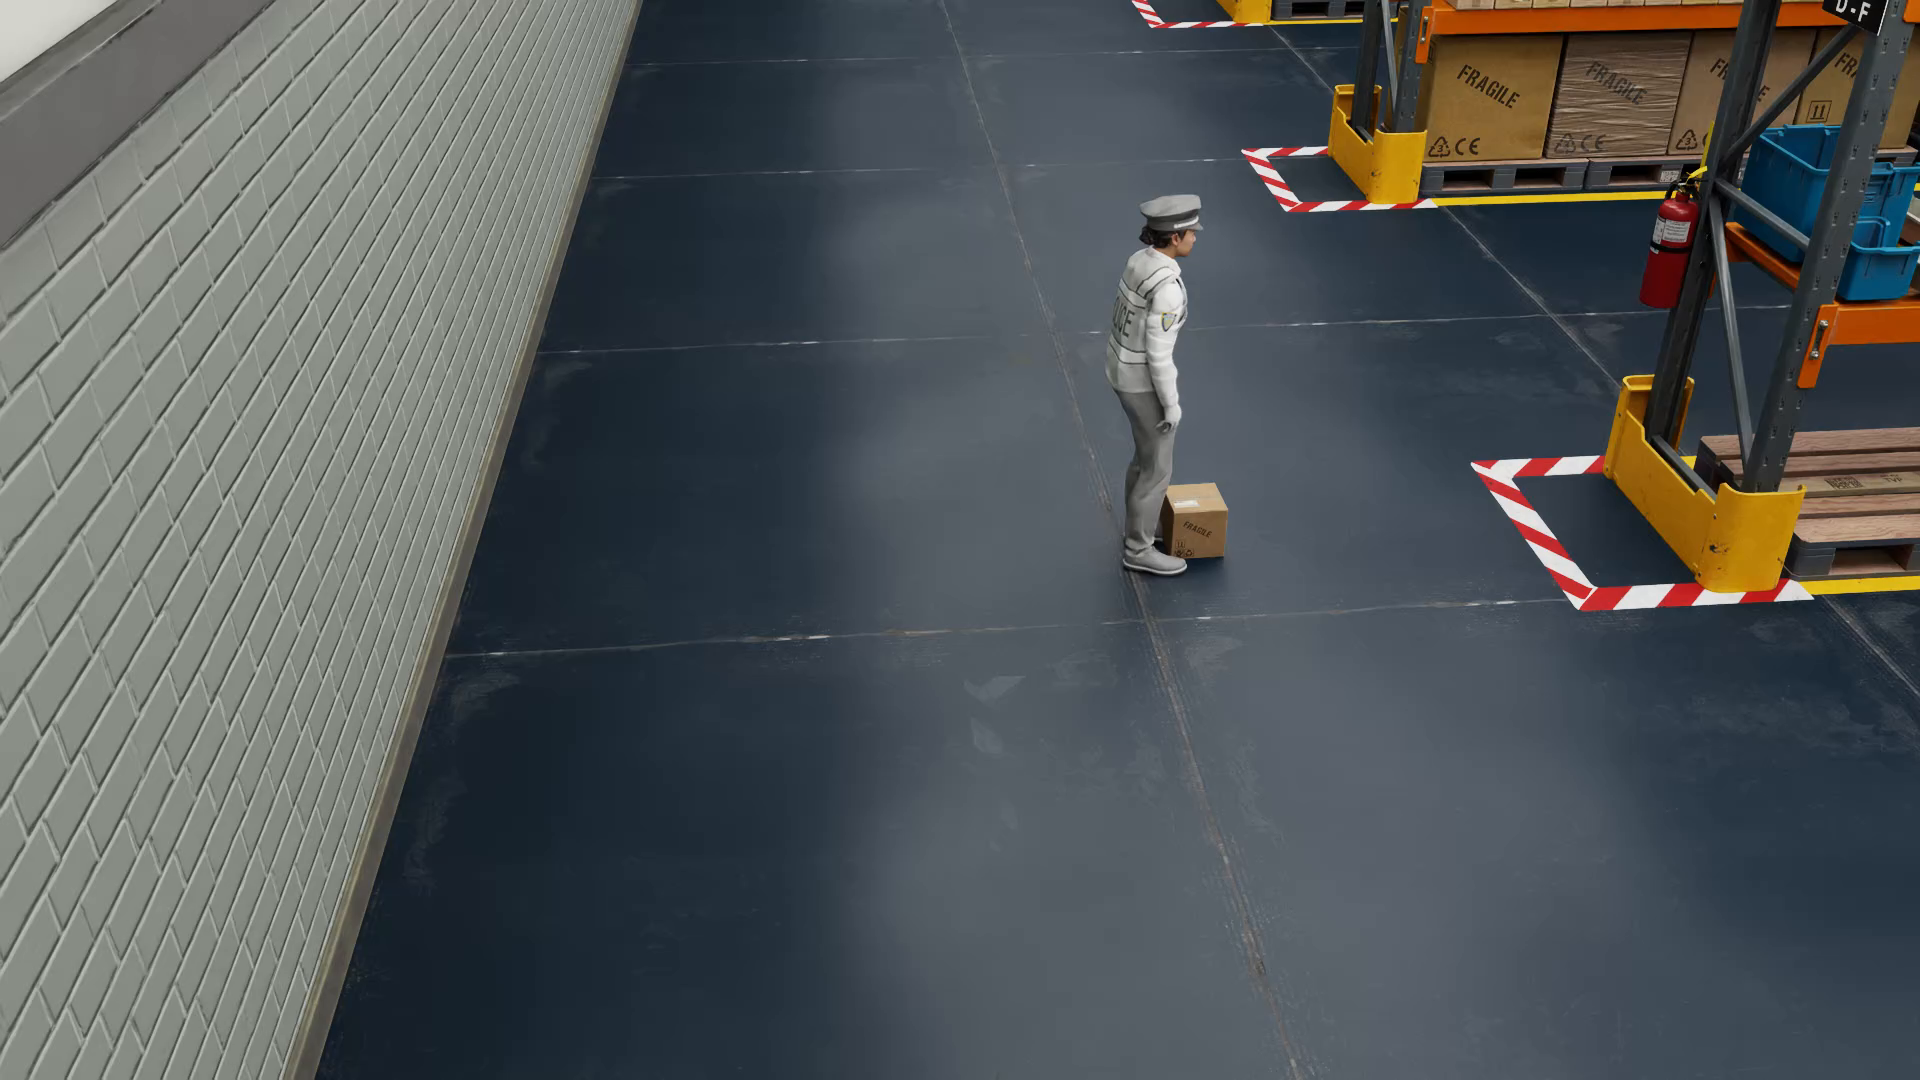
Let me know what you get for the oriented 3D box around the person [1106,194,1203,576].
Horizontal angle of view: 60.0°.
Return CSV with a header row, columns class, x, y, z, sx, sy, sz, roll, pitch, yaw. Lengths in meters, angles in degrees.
class,x,y,z,sx,sy,sz,roll,pitch,yaw
person,0.848,-0.682,7.249,0.410,1.666,0.547,-4,32,-7
